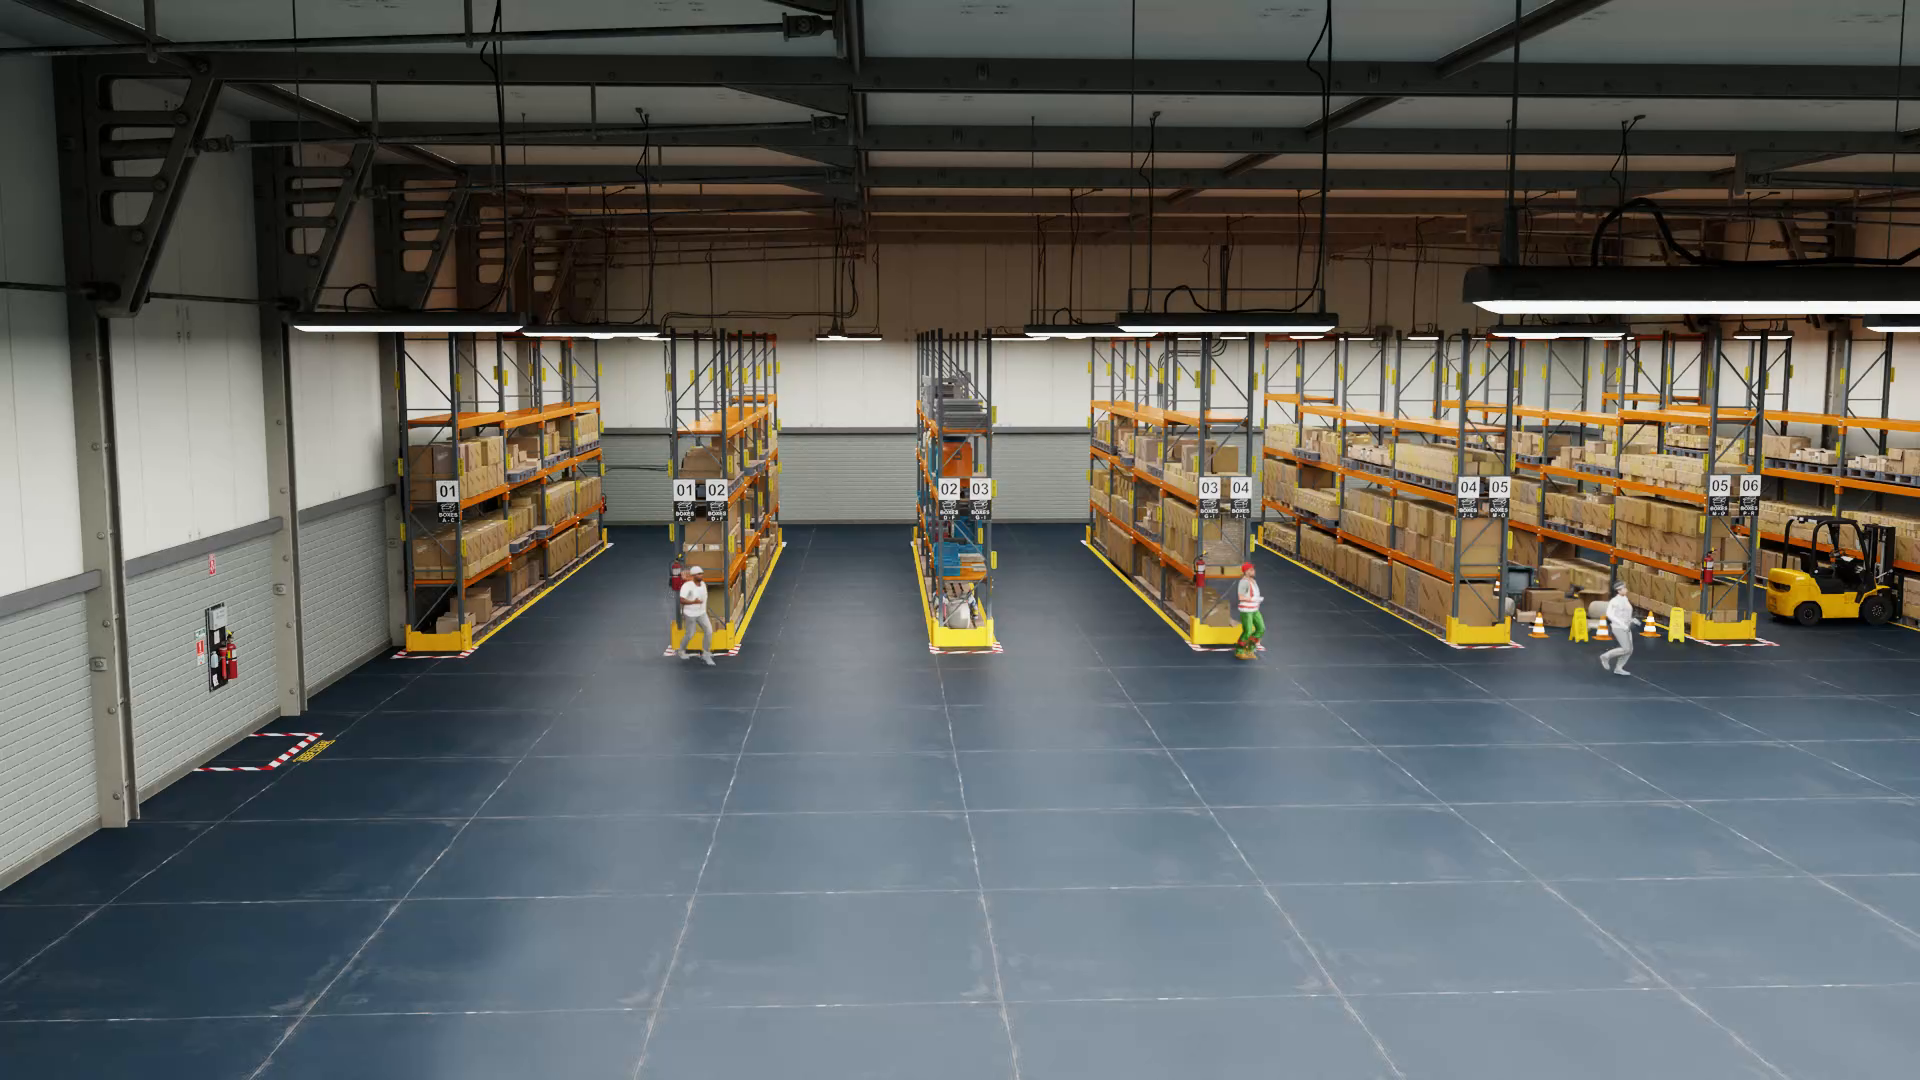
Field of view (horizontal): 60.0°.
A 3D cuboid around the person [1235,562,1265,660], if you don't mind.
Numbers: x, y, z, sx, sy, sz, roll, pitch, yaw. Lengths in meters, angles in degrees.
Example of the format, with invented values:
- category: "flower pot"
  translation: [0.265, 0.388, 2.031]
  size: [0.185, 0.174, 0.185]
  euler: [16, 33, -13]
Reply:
- category: "person"
  translation: [5.287, 1.310, 30.171]
  size: [0.616, 1.811, 0.653]
  euler: [5, 8, 37]

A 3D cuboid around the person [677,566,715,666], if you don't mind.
- category: "person"
  translation: [-4.763, 1.350, 29.808]
  size: [0.840, 1.796, 0.720]
  euler: [6, 9, 40]

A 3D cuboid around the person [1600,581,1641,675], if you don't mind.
- category: "person"
  translation: [11.442, 1.515, 28.804]
  size: [0.573, 1.648, 0.614]
  euler: [6, 9, 44]

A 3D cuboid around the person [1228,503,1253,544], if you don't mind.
- category: "person"
  translation: [7.627, -0.496, 45.329]
  size: [0.733, 1.797, 0.954]
  euler: [0, 7, 0]
